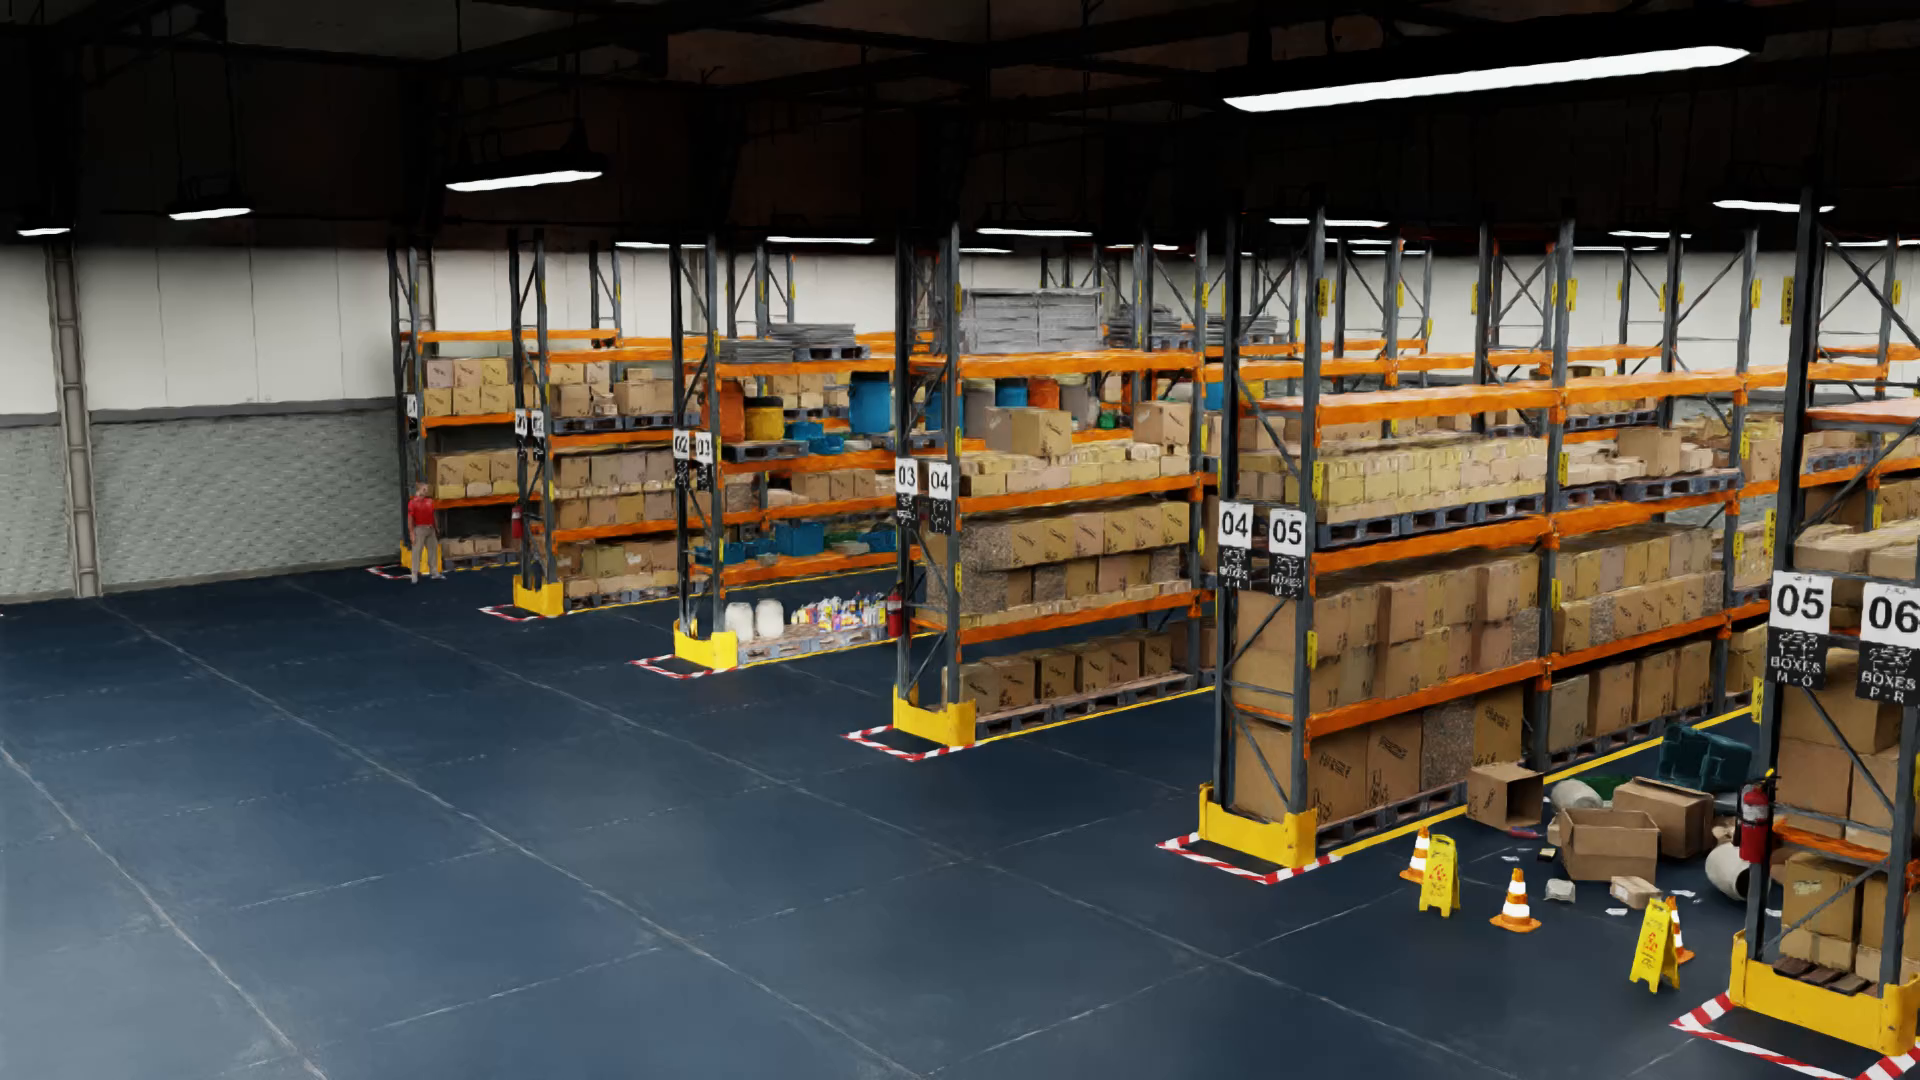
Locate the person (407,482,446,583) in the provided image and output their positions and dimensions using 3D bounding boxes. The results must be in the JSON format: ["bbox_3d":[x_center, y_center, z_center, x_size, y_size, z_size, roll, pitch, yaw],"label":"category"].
[{"bbox_3d":[-9.299,-0.135,28.899,0.476,1.735,0.621,5,10,31],"label":"person"}]

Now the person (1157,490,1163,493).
[{"bbox_3d":[4.577,-1.767,39.394,0.748,1.755,0.551,-1,9,-7],"label":"person"}]
